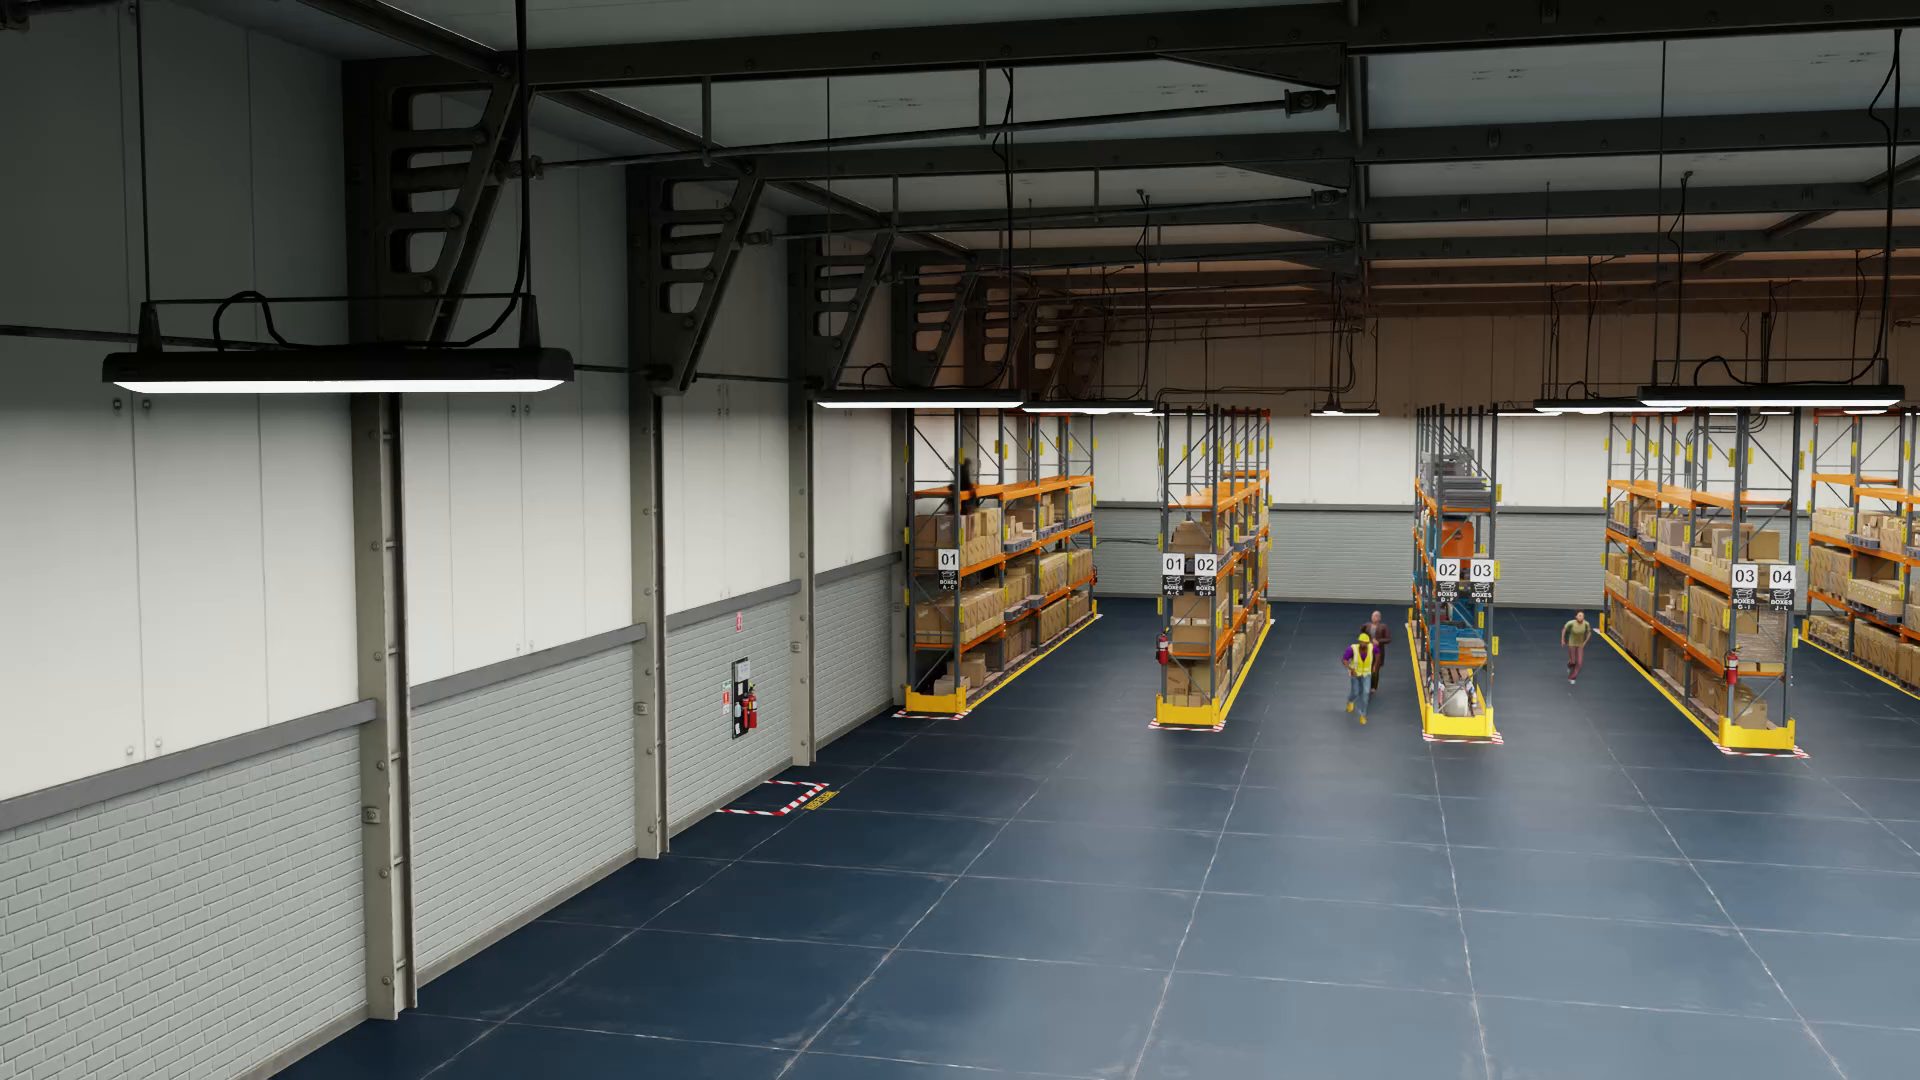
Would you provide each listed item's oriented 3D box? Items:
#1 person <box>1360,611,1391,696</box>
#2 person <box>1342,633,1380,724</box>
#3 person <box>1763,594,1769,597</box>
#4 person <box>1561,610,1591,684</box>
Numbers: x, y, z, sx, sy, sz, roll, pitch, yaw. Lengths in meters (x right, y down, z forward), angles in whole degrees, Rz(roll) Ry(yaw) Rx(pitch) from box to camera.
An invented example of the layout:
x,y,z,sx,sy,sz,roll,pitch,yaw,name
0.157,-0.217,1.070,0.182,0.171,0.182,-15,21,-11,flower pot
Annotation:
x,y,z,sx,sy,sz,roll,pitch,yaw,name
8.549,2.347,34.330,0.688,1.773,0.685,2,5,24,person
7.606,2.589,31.688,0.735,1.718,1.033,-1,4,-7,person
21.381,1.651,44.269,0.727,1.751,0.807,-1,4,-17,person
13.374,2.300,36.115,0.566,1.604,0.626,0,4,-2,person
